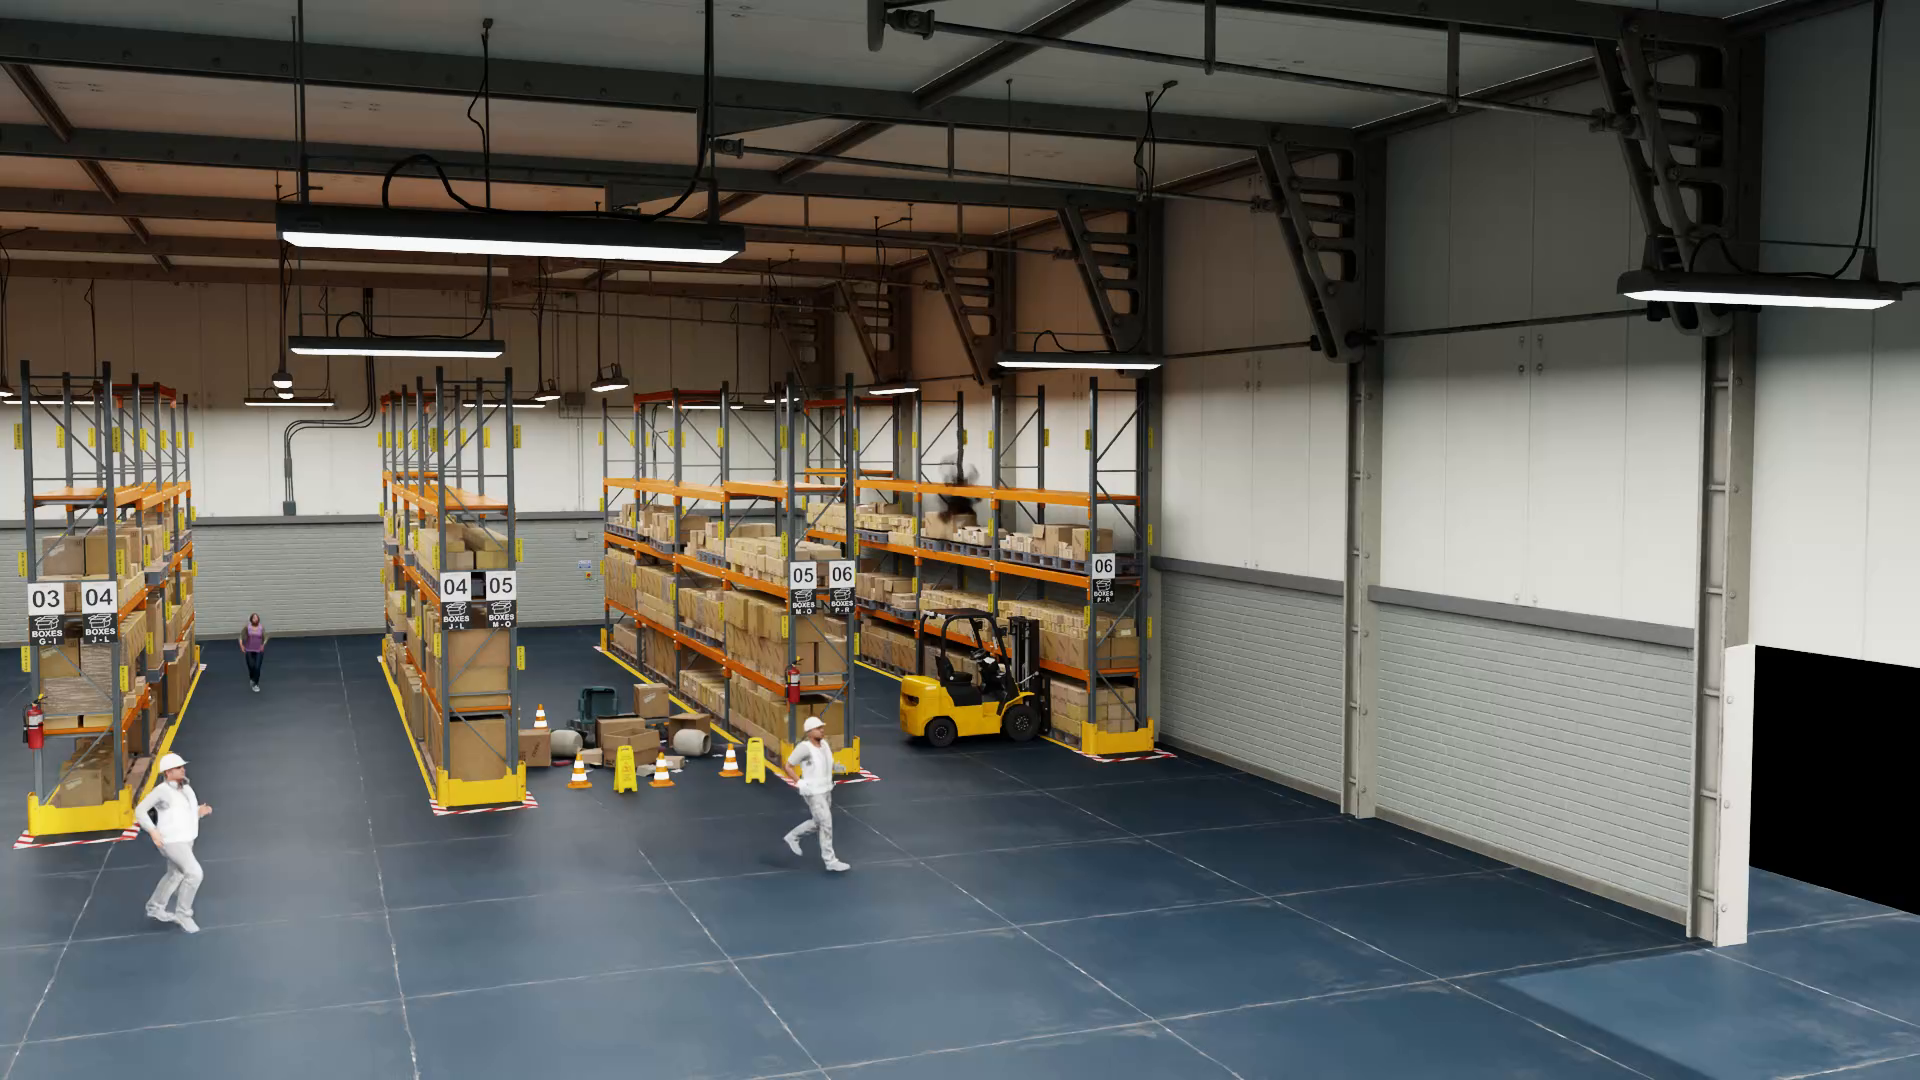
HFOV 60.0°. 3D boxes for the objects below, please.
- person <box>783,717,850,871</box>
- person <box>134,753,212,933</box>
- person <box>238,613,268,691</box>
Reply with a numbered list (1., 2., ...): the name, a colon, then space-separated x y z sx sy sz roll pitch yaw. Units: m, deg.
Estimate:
1. person: -1.687 2.942 19.402 0.955 1.764 0.696 2 4 26
2. person: -8.014 3.098 17.009 0.752 1.831 0.624 0 3 2
3. person: -14.037 2.281 33.073 0.548 1.469 0.519 -2 4 -29
